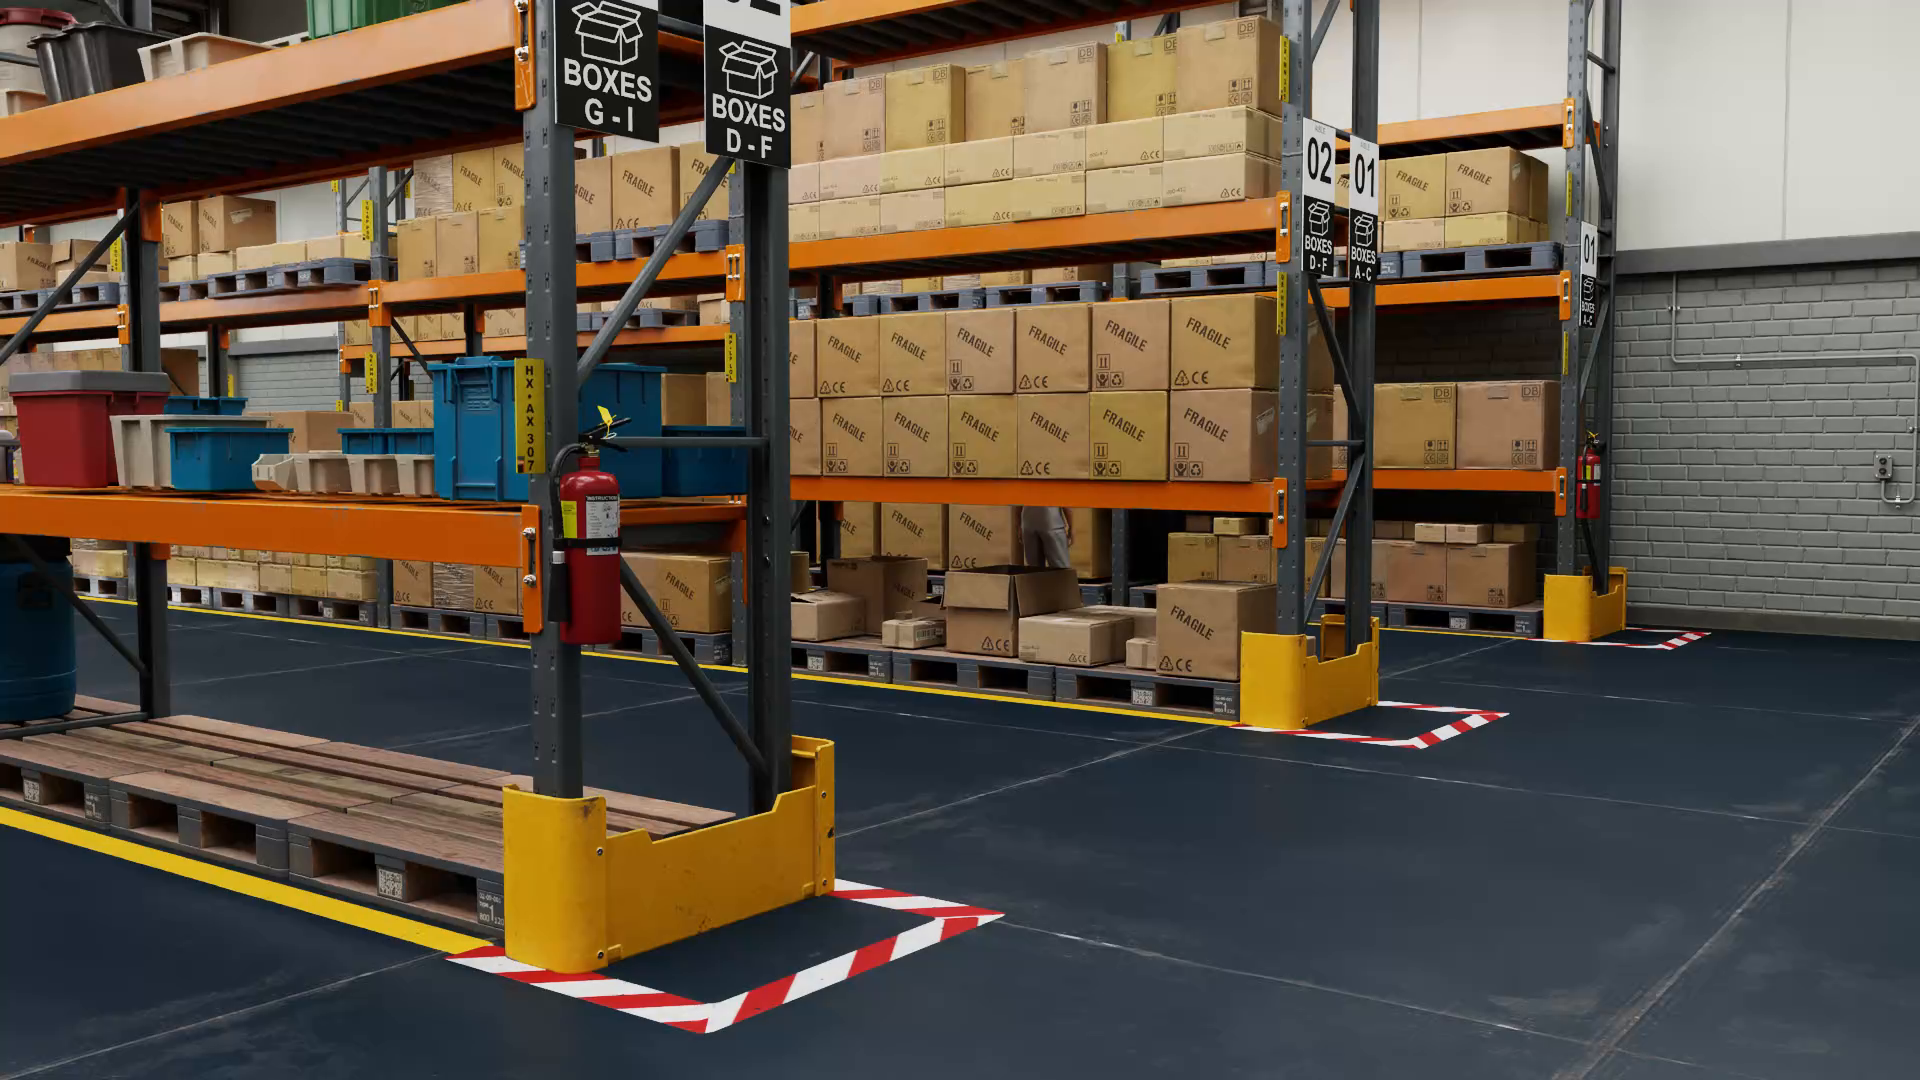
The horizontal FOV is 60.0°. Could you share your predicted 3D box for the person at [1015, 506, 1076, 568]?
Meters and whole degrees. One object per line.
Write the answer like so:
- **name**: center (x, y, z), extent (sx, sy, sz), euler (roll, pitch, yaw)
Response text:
- **person**: center (0.668, -0.069, 12.837), extent (0.514, 1.672, 0.363), euler (2, 4, 33)
